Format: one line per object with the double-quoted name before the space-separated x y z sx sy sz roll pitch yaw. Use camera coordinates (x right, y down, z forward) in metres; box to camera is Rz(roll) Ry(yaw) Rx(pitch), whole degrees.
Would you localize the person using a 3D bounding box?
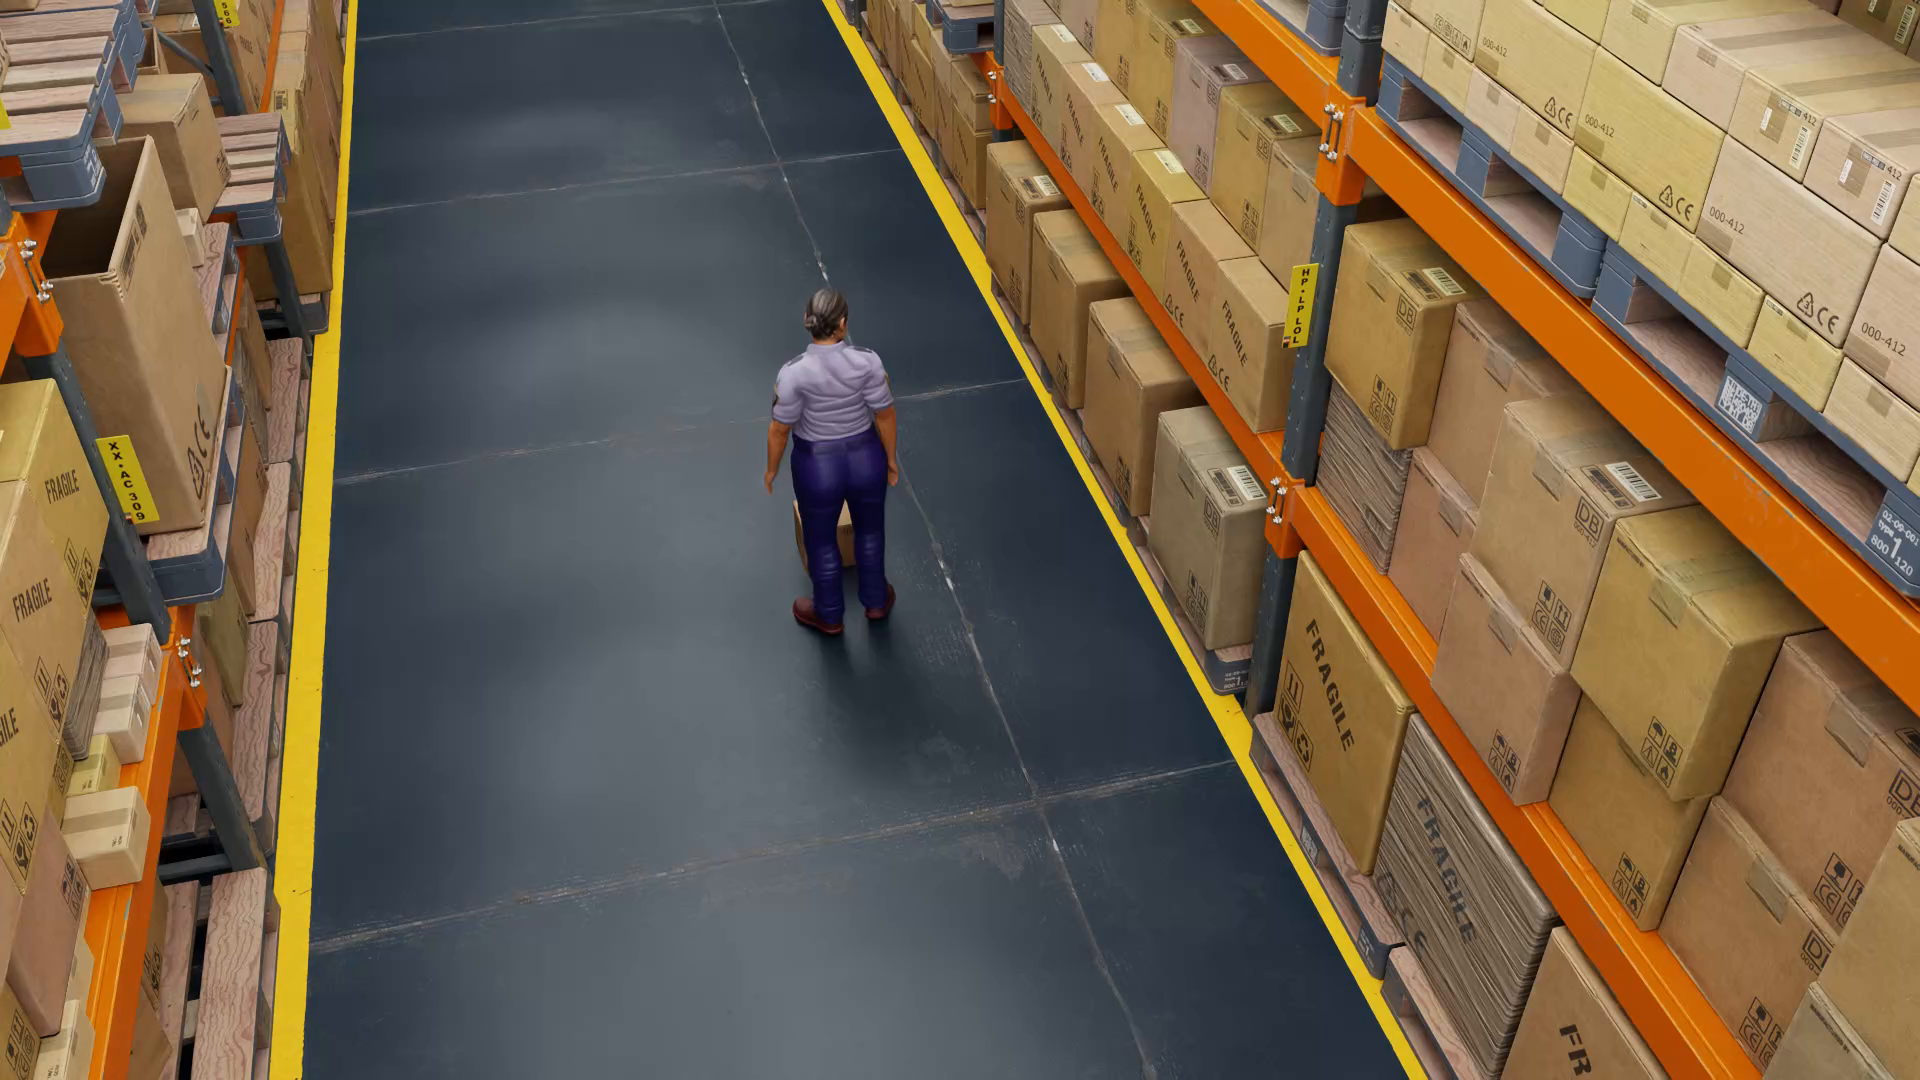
"person" -0.538 -0.290 7.093 0.568 1.666 0.360 -13 40 -16
